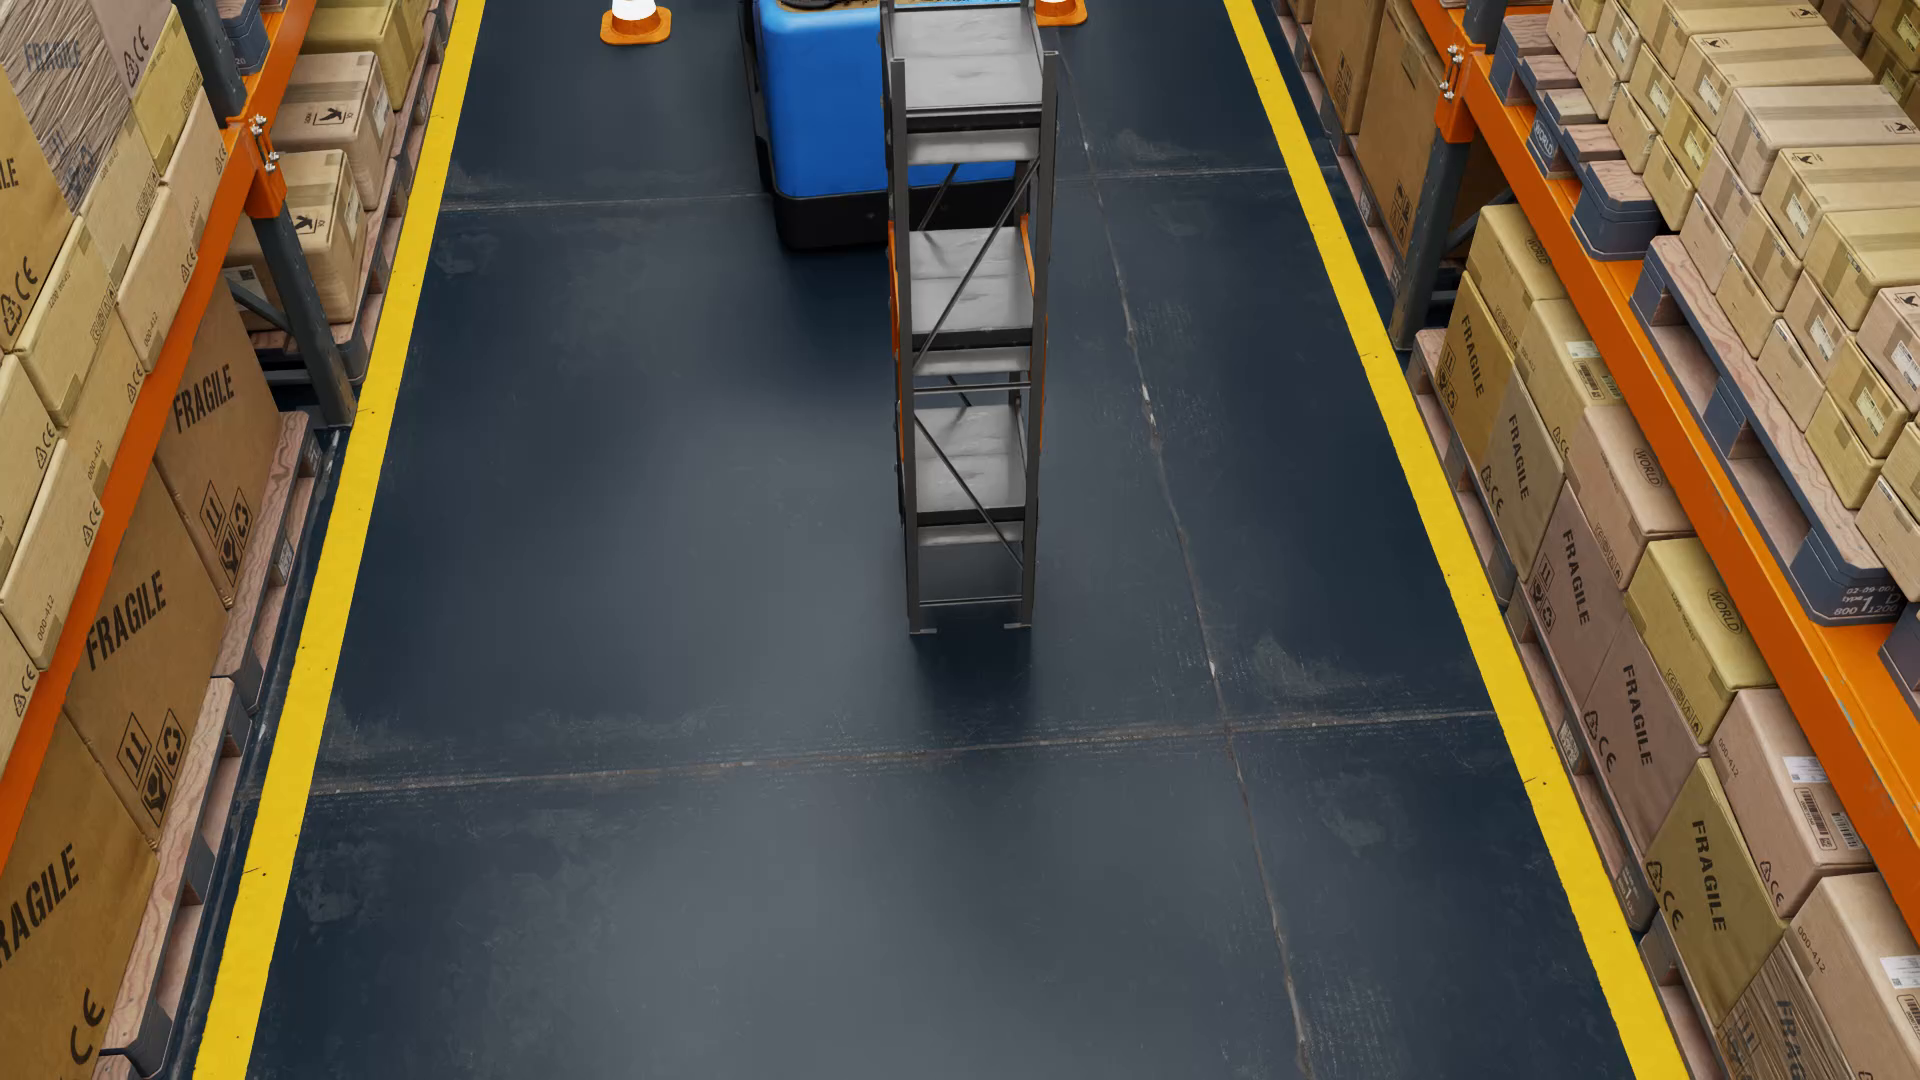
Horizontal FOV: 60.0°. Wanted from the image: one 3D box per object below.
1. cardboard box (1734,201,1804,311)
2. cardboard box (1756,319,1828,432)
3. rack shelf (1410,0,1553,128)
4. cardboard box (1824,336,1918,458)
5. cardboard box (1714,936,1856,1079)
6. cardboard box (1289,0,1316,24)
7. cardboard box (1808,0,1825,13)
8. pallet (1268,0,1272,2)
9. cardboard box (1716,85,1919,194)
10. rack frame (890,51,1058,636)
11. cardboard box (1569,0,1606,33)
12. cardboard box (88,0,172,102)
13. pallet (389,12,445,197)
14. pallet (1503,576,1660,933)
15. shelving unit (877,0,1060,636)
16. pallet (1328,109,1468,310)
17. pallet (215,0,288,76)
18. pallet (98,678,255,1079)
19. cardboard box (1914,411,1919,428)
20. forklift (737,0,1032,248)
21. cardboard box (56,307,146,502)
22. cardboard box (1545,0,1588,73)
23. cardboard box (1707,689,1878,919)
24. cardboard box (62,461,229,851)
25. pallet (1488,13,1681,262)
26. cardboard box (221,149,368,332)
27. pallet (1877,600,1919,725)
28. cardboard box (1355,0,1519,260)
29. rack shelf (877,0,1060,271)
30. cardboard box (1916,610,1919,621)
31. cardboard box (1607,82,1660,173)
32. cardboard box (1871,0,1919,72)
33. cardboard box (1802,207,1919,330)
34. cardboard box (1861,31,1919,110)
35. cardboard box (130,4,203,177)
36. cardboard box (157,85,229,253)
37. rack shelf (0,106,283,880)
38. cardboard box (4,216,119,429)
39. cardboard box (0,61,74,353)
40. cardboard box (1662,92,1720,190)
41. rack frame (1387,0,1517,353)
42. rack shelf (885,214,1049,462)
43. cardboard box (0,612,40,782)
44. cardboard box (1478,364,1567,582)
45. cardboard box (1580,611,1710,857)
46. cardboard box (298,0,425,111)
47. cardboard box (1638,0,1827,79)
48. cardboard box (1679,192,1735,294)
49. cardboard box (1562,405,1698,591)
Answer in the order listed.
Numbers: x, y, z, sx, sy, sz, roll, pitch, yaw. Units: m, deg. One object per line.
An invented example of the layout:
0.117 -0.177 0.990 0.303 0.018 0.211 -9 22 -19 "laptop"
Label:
2.129 -0.698 4.024 0.380 0.149 0.250 -4 47 -4 "cardboard box"
2.149 -0.405 3.952 0.380 0.149 0.250 -5 47 -5 "cardboard box"
2.012 -3.030 7.050 1.077 0.370 4.000 -3 47 -3 "rack shelf"
2.170 -0.327 3.672 0.380 0.149 0.250 -3 47 -3 "cardboard box"
2.201 1.258 3.925 0.500 0.500 0.500 -4 47 -4 "cardboard box"
2.063 -2.954 7.742 1.050 0.750 0.750 -3 47 -3 "cardboard box"
2.674 -1.661 4.936 0.380 0.149 0.250 -3 47 -2 "cardboard box"
1.984 -3.212 8.647 1.003 0.211 1.213 -3 47 -3 "pallet"
2.112 -0.988 4.094 0.380 0.149 0.250 -2 47 -1 "cardboard box"
0.034 -0.426 4.707 0.400 2.100 0.015 -3 47 -3 "rack frame"
2.020 -1.629 4.906 0.380 0.149 0.250 -2 47 -2 "cardboard box"
-2.441 -1.477 4.325 0.500 0.500 0.500 -5 47 -4 "cardboard box"
-2.908 -1.944 7.446 1.003 0.211 1.213 -3 47 -3 "pallet"
2.342 0.574 5.061 1.003 0.211 1.213 -3 47 -3 "pallet"
0.014 -0.602 4.874 0.431 2.100 0.503 -3 47 -3 "shelving unit"
2.188 -1.447 6.975 1.003 0.211 1.213 -3 47 -3 "pallet"
-2.911 -1.900 5.616 1.213 0.211 1.003 -3 47 -3 "pallet"
-2.655 0.958 4.698 1.003 0.211 1.213 -3 47 -3 "pallet"
2.204 -0.227 3.373 0.380 0.149 0.250 -5 47 -5 "cardboard box"
-0.458 -3.281 6.838 1.130 2.935 3.031 -7 47 -6 "forklift"
-2.360 -0.321 4.092 0.500 0.250 0.500 -4 47 -4 "cardboard box"
2.015 -1.553 5.039 0.380 0.149 0.250 -4 47 -4 "cardboard box"
2.170 0.624 4.009 0.500 0.250 0.500 -1 47 -1 "cardboard box"
-2.700 0.280 4.593 0.875 0.875 0.875 -3 47 -3 "cardboard box"
2.345 -1.256 5.005 1.213 0.211 1.003 -3 47 -3 "pallet"
-2.782 -1.107 6.253 0.950 0.372 0.625 -6 47 -6 "cardboard box"
2.595 0.567 3.279 1.003 0.211 1.213 -3 47 -3 "pallet"
2.218 -1.648 6.505 1.050 0.750 0.750 -4 47 -4 "cardboard box"
0.014 -1.074 4.376 0.431 0.518 0.480 -3 47 -3 "rack shelf"
2.222 0.180 3.397 0.380 0.149 0.250 -6 47 -5 "cardboard box"
2.061 -1.164 4.670 0.380 0.149 0.250 -1 47 -1 "cardboard box"
2.718 -1.395 4.480 0.380 0.149 0.250 -2 47 -2 "cardboard box"
2.153 -0.616 3.741 0.380 0.149 0.250 -4 47 -4 "cardboard box"
2.723 -1.278 4.573 0.380 0.149 0.250 -2 47 -2 "cardboard box"
-2.451 -1.242 4.619 0.500 0.250 0.500 -4 47 -3 "cardboard box"
-2.444 -1.055 4.787 0.500 0.250 0.500 -5 47 -5 "cardboard box"
-2.578 0.238 3.955 1.077 0.370 4.000 -3 47 -3 "rack shelf"
-2.342 -0.502 3.919 0.500 0.250 0.500 -5 47 -4 "cardboard box"
-2.355 -0.746 3.633 0.500 0.500 0.500 -3 47 -3 "cardboard box"
2.091 -1.058 4.365 0.380 0.149 0.250 -3 47 -3 "cardboard box"
2.179 -1.831 5.418 1.000 3.000 0.127 -3 47 -3 "rack frame"
0.014 -0.593 4.884 0.431 0.518 0.480 -3 47 -3 "rack shelf"
-2.256 0.408 3.401 0.500 0.250 0.500 -4 47 -4 "cardboard box"
2.030 -0.225 5.329 0.500 0.500 0.500 -3 47 -3 "cardboard box"
2.120 0.516 4.628 0.500 0.500 0.500 -4 47 -4 "cardboard box"
-2.910 -2.189 7.278 0.950 0.372 0.625 -2 47 -2 "cardboard box"
2.066 -1.375 4.461 0.380 0.149 0.250 -4 47 -4 "cardboard box"
2.110 -0.776 4.303 0.380 0.149 0.250 -2 47 -2 "cardboard box"
2.067 -0.134 4.727 0.500 0.250 0.500 -3 47 -3 "cardboard box"
